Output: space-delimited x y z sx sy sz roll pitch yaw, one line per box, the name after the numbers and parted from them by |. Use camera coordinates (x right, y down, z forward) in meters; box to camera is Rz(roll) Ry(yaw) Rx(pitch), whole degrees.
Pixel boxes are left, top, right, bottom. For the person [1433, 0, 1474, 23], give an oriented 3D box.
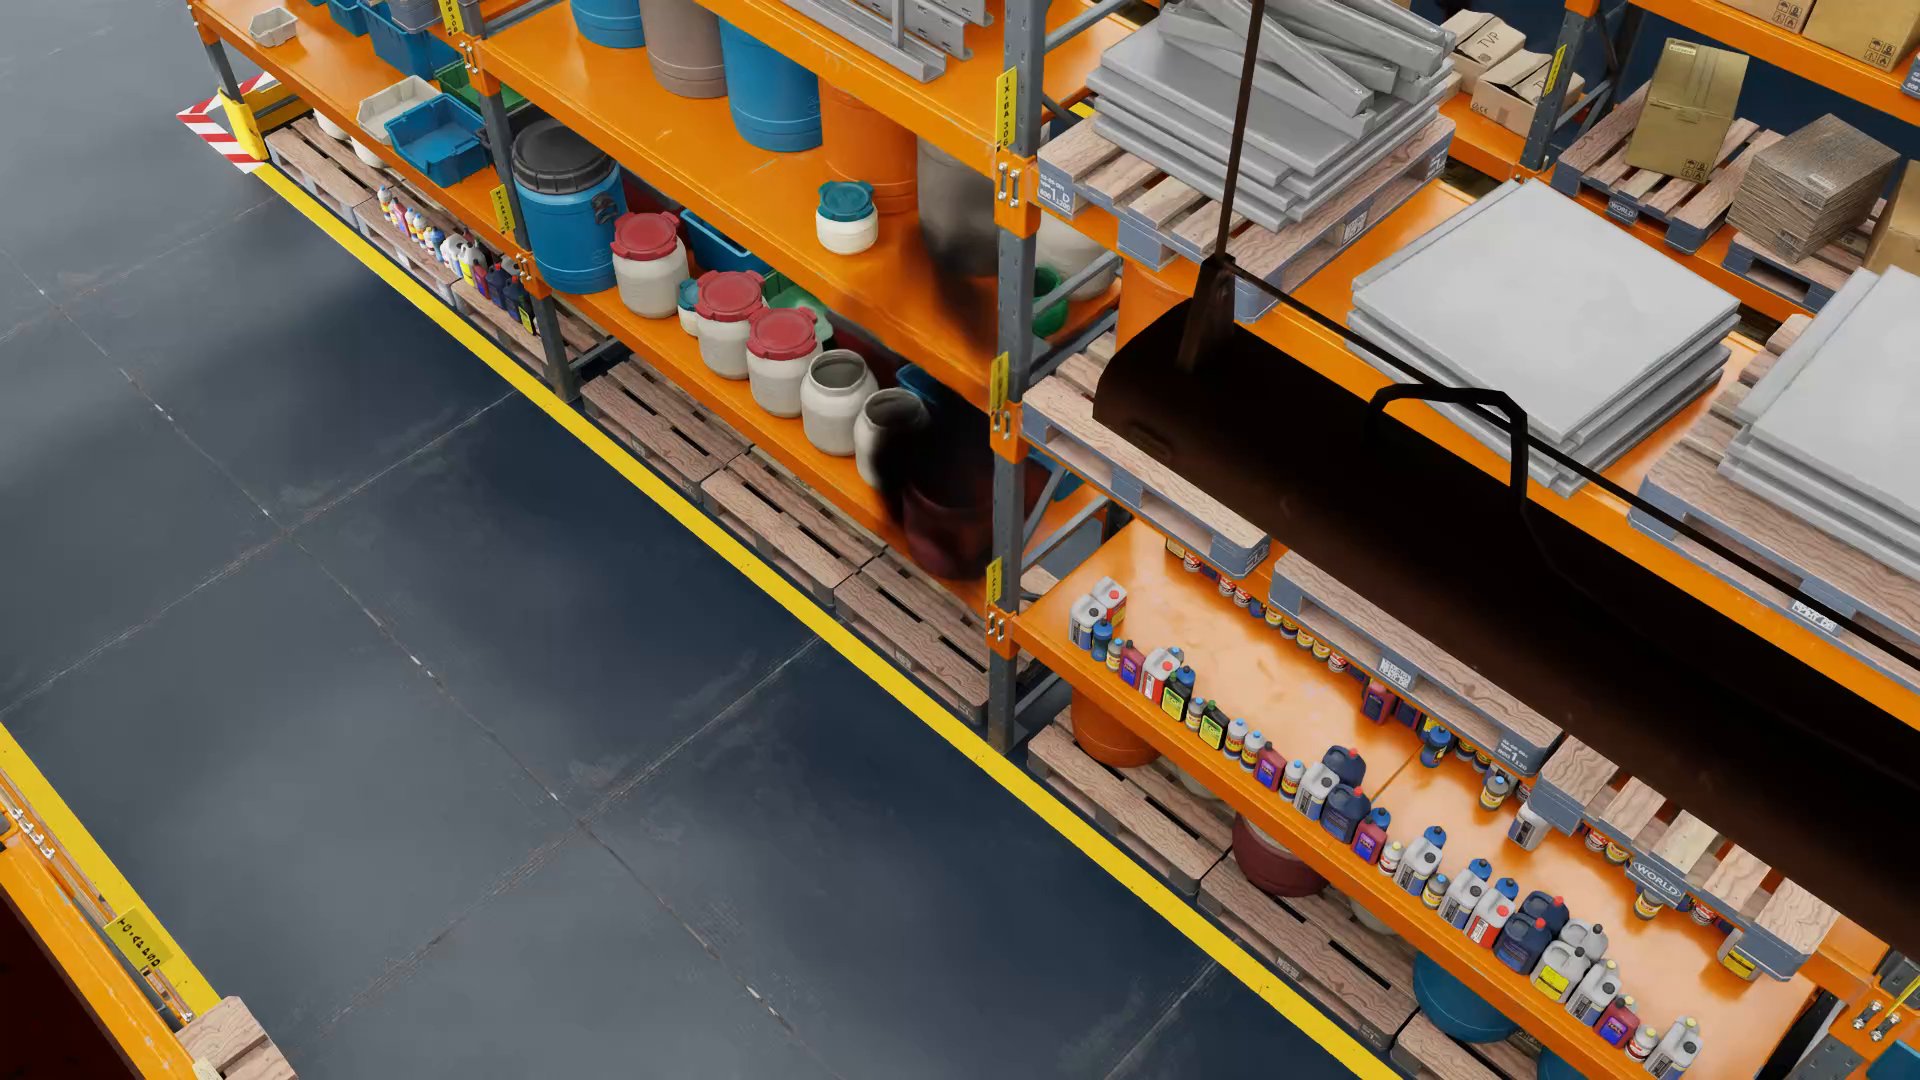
3.982 -4.478 13.037 0.591 1.680 0.644 28 56 22 | person
